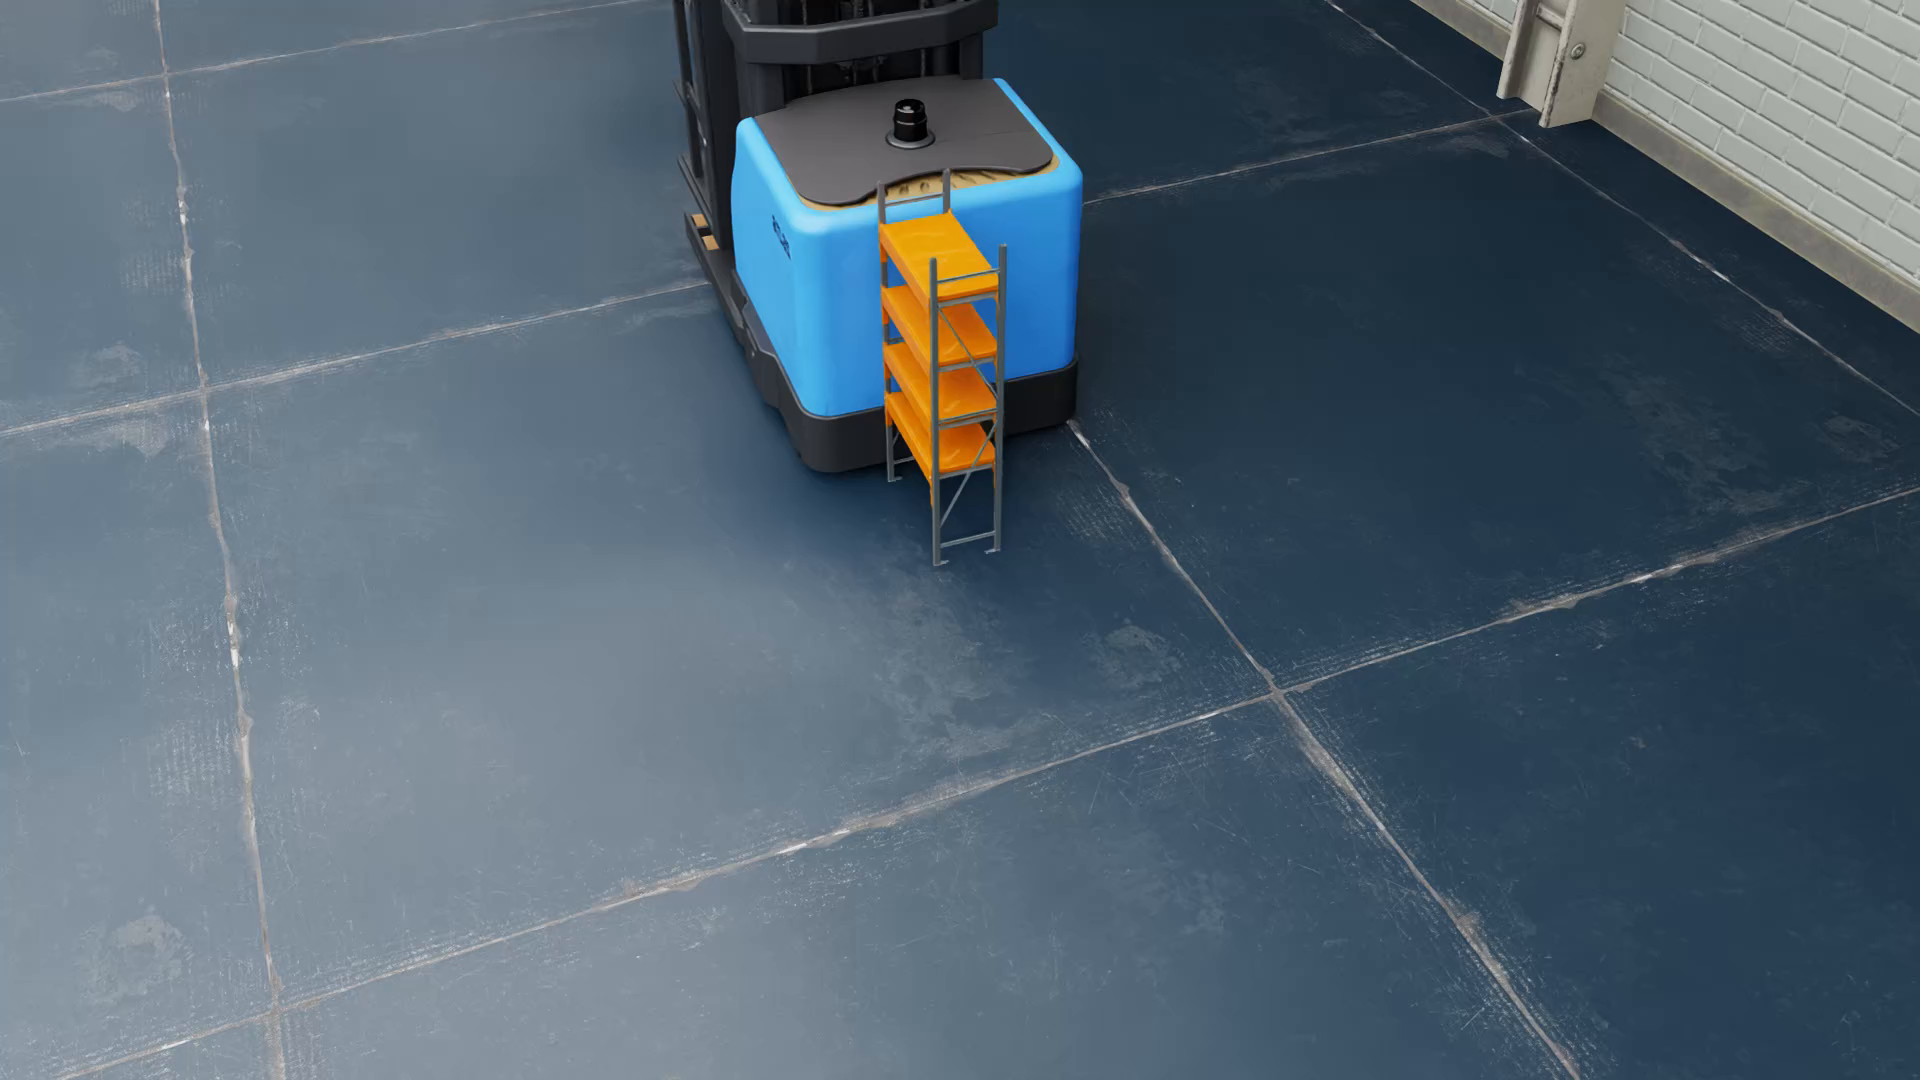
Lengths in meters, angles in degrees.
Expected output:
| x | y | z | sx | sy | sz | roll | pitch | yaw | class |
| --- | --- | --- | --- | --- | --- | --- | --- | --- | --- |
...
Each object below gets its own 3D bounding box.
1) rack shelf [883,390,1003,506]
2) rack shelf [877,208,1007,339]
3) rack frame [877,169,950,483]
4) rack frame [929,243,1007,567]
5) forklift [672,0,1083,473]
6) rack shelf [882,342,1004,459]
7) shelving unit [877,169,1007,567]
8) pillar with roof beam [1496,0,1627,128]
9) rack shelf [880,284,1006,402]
| x | y | z | sx | sy | sz | roll | pitch | yaw | class |
| --- | --- | --- | --- | --- | --- | --- | --- | --- | --- |
| -0.061 | -0.341 | 5.634 | 0.258 | 0.148 | 0.480 | -14 | 43 | -15 | rack shelf |
| -0.061 | -0.840 | 5.204 | 0.258 | 0.148 | 0.480 | -14 | 43 | -15 | rack shelf |
| -0.146 | -0.692 | 5.634 | 0.240 | 1.200 | 0.015 | -14 | 43 | -15 | rack frame |
| 0.024 | -0.393 | 5.287 | 0.240 | 1.200 | 0.015 | -14 | 43 | -15 | rack frame |
| -0.545 | -2.320 | 6.199 | 1.130 | 2.935 | 3.031 | -13 | 42 | -15 | forklift |
| -0.061 | -0.492 | 5.505 | 0.258 | 0.148 | 0.480 | -14 | 43 | -15 | rack shelf |
| -0.061 | -0.543 | 5.461 | 0.258 | 1.200 | 0.503 | -14 | 43 | -15 | shelving unit |
| -1.070 | -4.494 | 4.075 | 9.100 | 9.000 | 0.400 | -15 | 43 | -17 | pillar with roof beam |
| -0.061 | -0.661 | 5.359 | 0.258 | 0.148 | 0.480 | -14 | 43 | -15 | rack shelf |
